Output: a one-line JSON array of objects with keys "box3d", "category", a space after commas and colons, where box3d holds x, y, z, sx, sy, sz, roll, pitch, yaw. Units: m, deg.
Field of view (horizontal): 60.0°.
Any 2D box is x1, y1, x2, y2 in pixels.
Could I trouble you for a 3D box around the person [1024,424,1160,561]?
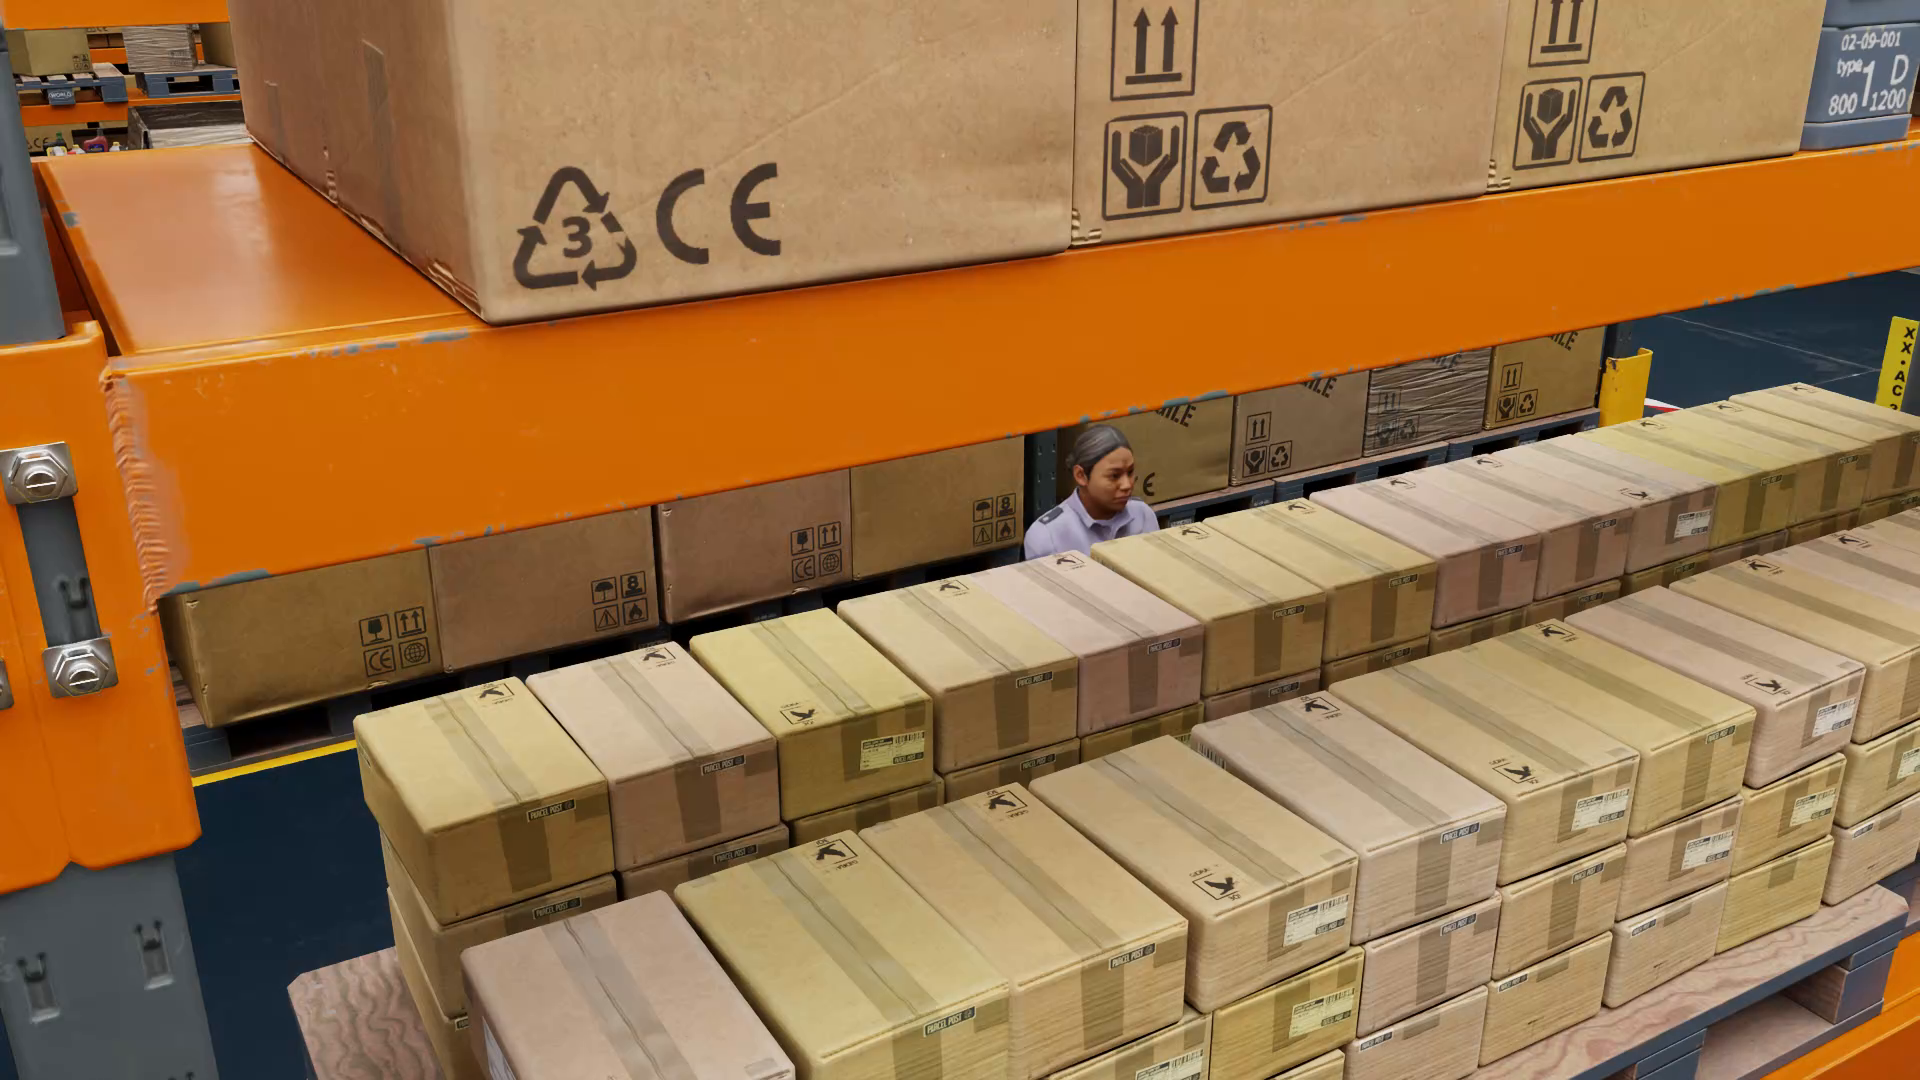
[{"box3d": [0.419, 0.444, 5.011, 0.468, 1.645, 0.342, -12, 25, -27], "category": "person"}]
